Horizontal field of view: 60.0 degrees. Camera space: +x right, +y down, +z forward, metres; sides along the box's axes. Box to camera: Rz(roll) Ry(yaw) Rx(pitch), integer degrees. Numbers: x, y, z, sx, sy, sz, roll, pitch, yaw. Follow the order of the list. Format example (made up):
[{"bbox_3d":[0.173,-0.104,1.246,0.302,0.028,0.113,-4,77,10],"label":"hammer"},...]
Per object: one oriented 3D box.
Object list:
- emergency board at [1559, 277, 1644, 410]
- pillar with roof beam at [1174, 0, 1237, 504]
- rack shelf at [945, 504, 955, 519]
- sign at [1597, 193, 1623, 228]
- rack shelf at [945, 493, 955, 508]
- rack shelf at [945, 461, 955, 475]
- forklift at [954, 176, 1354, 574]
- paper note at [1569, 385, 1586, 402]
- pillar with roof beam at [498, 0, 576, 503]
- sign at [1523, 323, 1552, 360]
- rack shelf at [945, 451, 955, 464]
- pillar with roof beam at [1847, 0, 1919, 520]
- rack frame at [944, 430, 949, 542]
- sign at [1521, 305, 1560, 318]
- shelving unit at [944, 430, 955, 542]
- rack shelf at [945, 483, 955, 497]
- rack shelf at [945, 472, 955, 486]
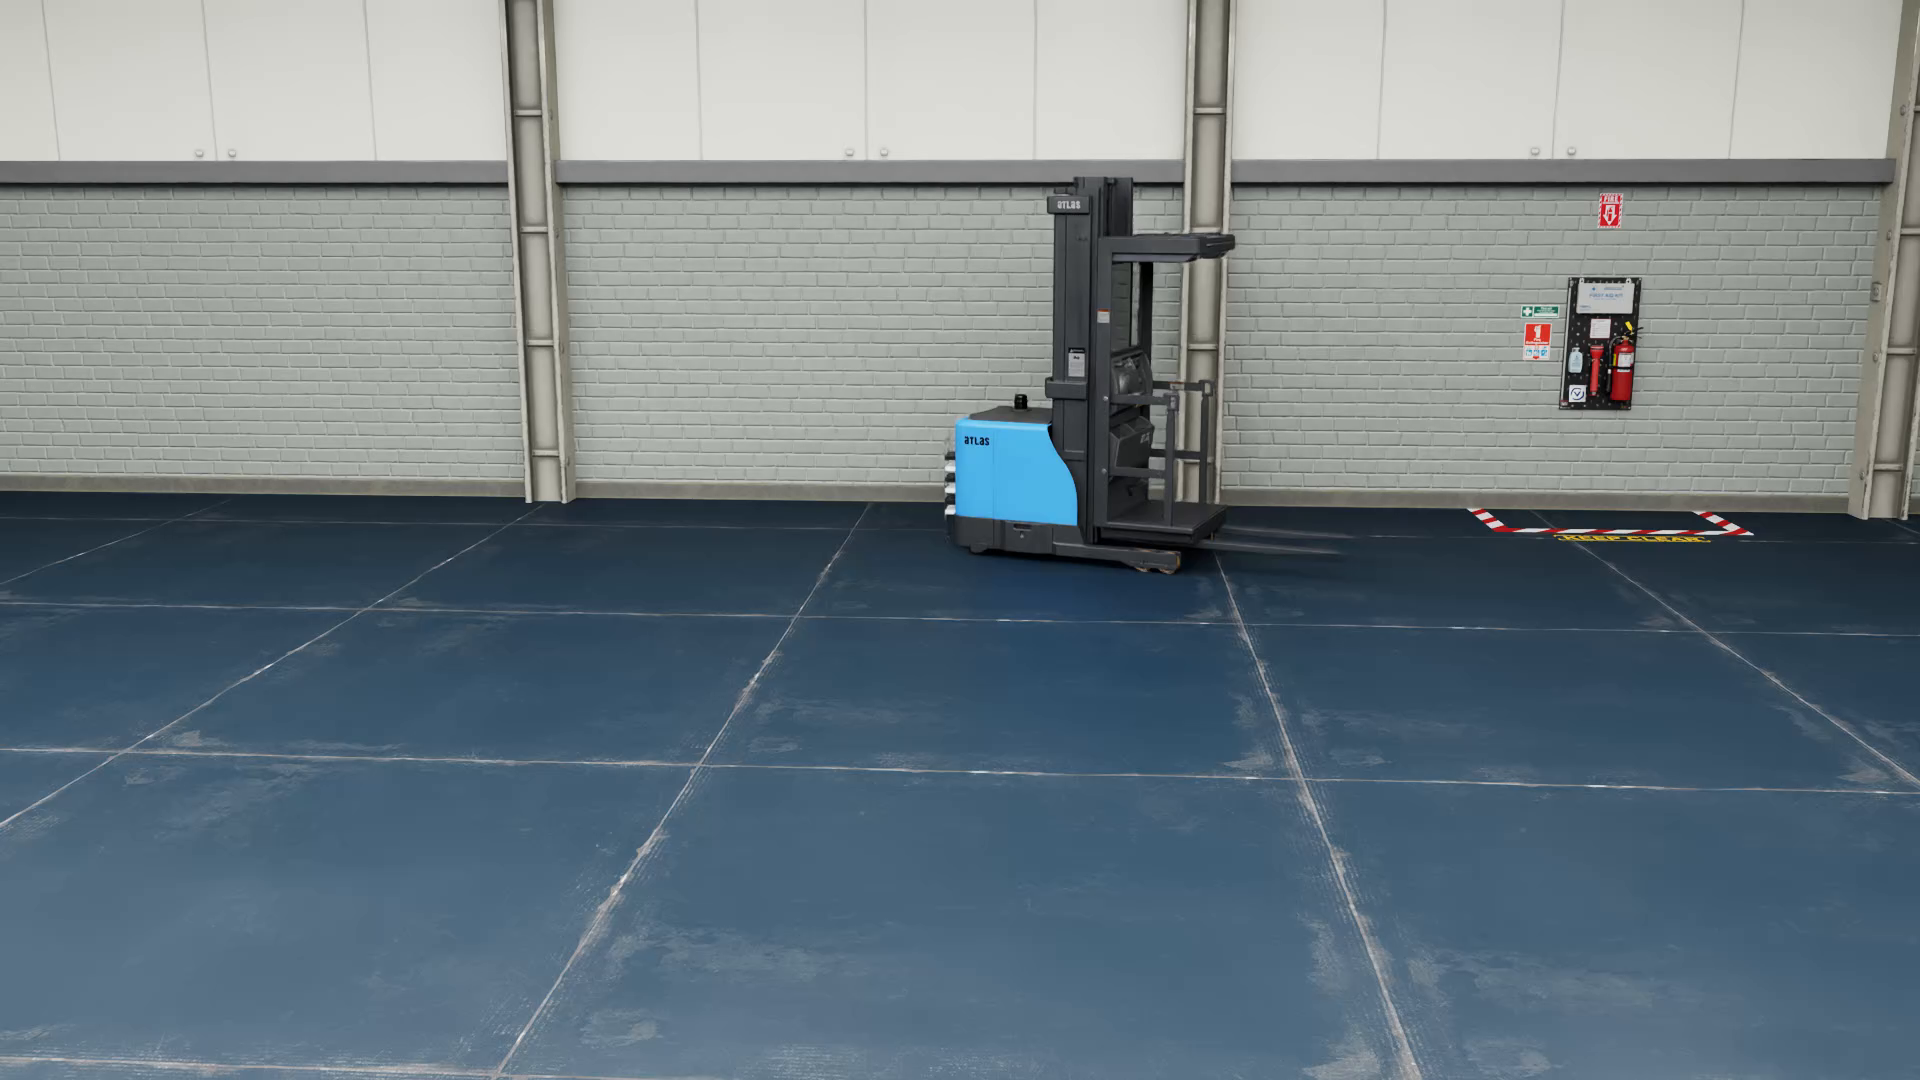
[{"bbox_3d":[5.685,-1.722,14.674,0.643,1.169,0.194,1,12,4],"label":"emergency board"},{"bbox_3d":[1.874,-3.819,10.049,0.400,9.000,9.100,1,12,4],"label":"pillar with roof beam"},{"bbox_3d":[-0.007,-0.234,13.731,0.200,0.077,0.258,2,12,8],"label":"rack shelf"},{"bbox_3d":[5.684,-2.877,14.534,0.199,0.298,0.001,1,12,4],"label":"sign"},{"bbox_3d":[-0.007,-0.322,13.713,0.200,0.077,0.258,2,12,8],"label":"rack shelf"},{"bbox_3d":[-0.007,-0.587,13.658,0.200,0.077,0.258,2,12,8],"label":"rack shelf"},{"bbox_3d":[1.515,-1.302,12.834,3.031,2.935,1.130,5,13,23],"label":"forklift"},{"bbox_3d":[5.513,-1.307,14.843,0.142,0.148,0.016,1,12,4],"label":"paper note"},{"bbox_3d":[-4.113,-3.901,10.441,0.400,9.000,9.100,1,12,4],"label":"pillar with roof beam"},{"bbox_3d":[5.140,-1.768,14.807,0.234,0.329,0.001,1,12,4],"label":"sign"},{"bbox_3d":[-0.007,-0.675,13.639,0.200,0.077,0.258,2,12,8],"label":"rack shelf"},{"bbox_3d":[7.860,-3.737,9.656,0.400,9.000,9.100,1,12,4],"label":"pillar with roof beam"},{"bbox_3d":[-0.108,-0.446,13.701,0.006,0.900,0.240,2,12,8],"label":"rack frame"},{"bbox_3d":[5.144,-2.026,14.744,0.331,0.109,0.001,1,12,4],"label":"sign"},{"bbox_3d":[-0.007,-0.443,13.688,0.210,0.900,0.258,2,12,8],"label":"shelving unit"},{"bbox_3d":[-0.007,-0.410,13.695,0.200,0.077,0.258,2,12,8],"label":"rack shelf"},{"bbox_3d":[-0.007,-0.498,13.676,0.200,0.077,0.258,2,12,8],"label":"rack shelf"}]
